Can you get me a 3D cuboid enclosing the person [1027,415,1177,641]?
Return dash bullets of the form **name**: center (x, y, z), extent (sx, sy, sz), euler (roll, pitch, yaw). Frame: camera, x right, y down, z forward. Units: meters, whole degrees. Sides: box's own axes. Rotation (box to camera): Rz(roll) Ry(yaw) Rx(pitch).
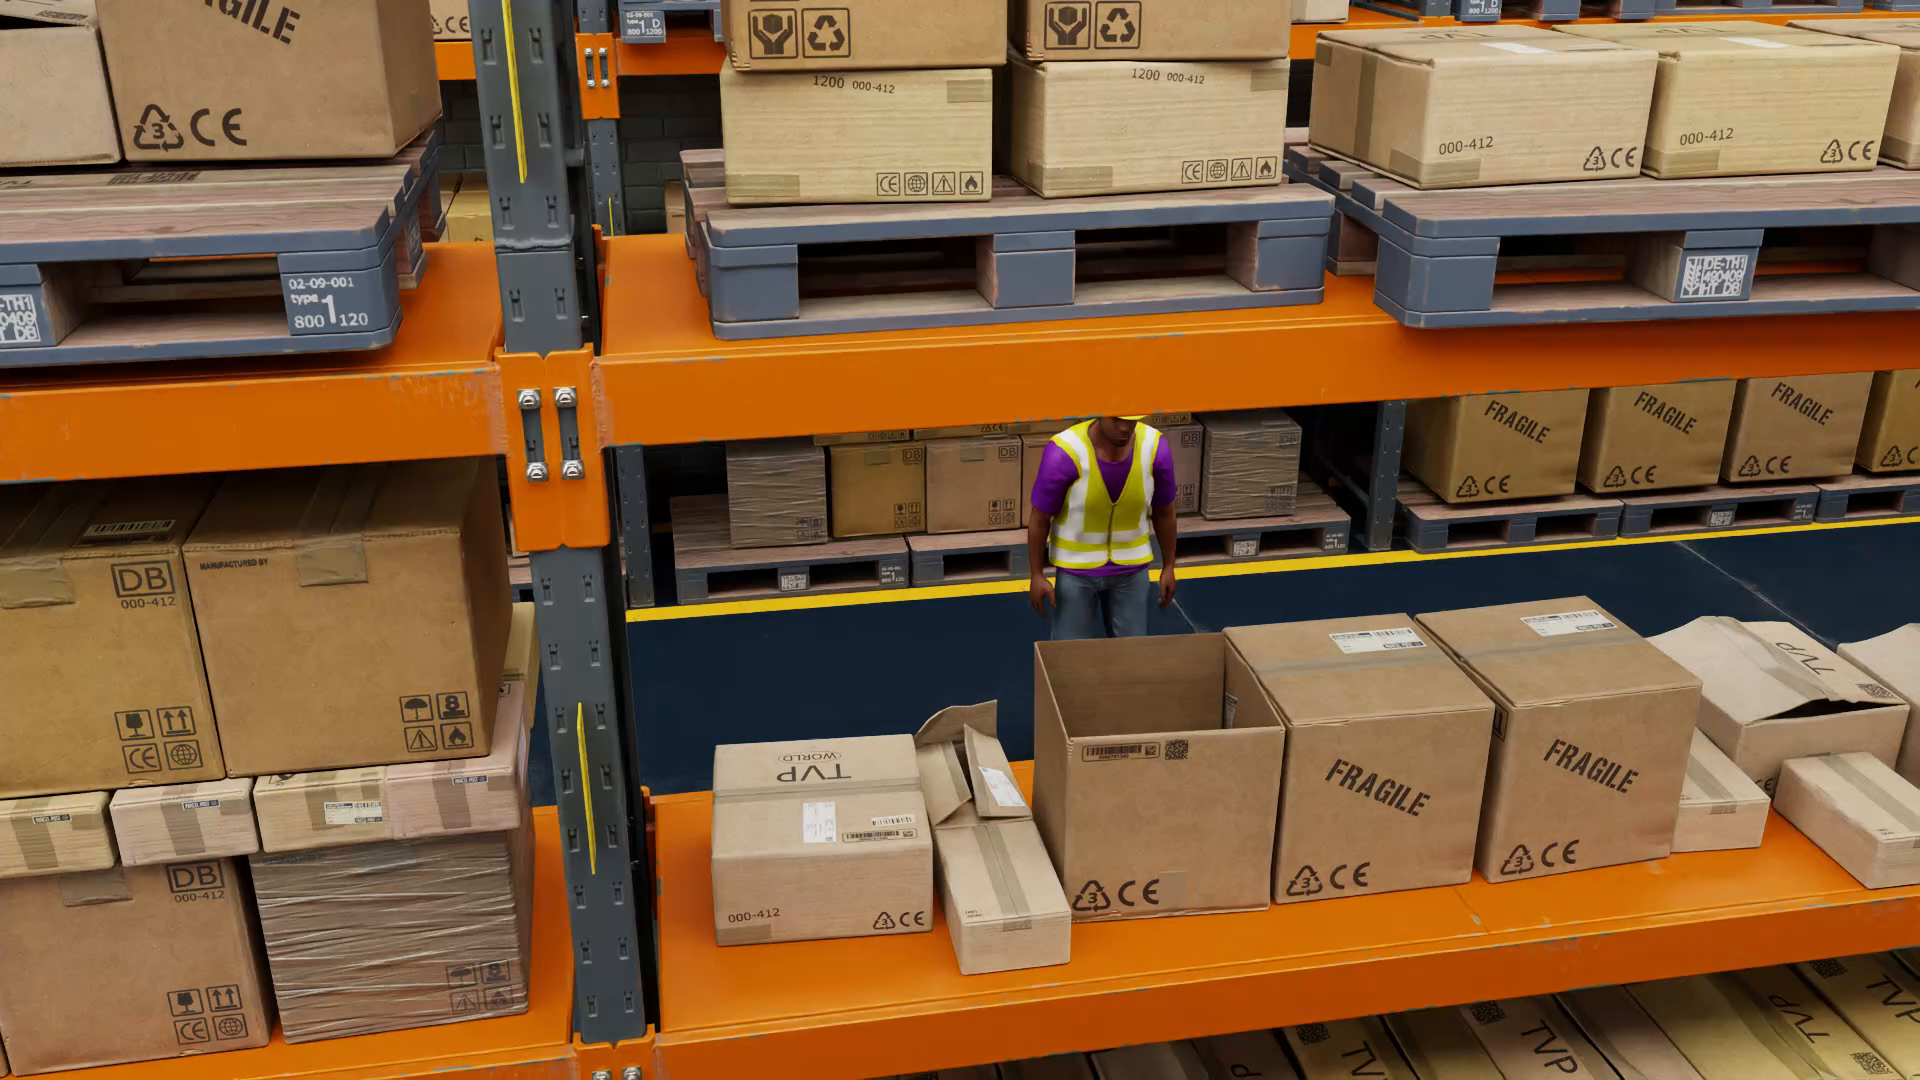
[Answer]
- **person**: center (0.583, 0.129, 6.771), extent (0.626, 1.761, 0.458), euler (-4, 24, -10)
